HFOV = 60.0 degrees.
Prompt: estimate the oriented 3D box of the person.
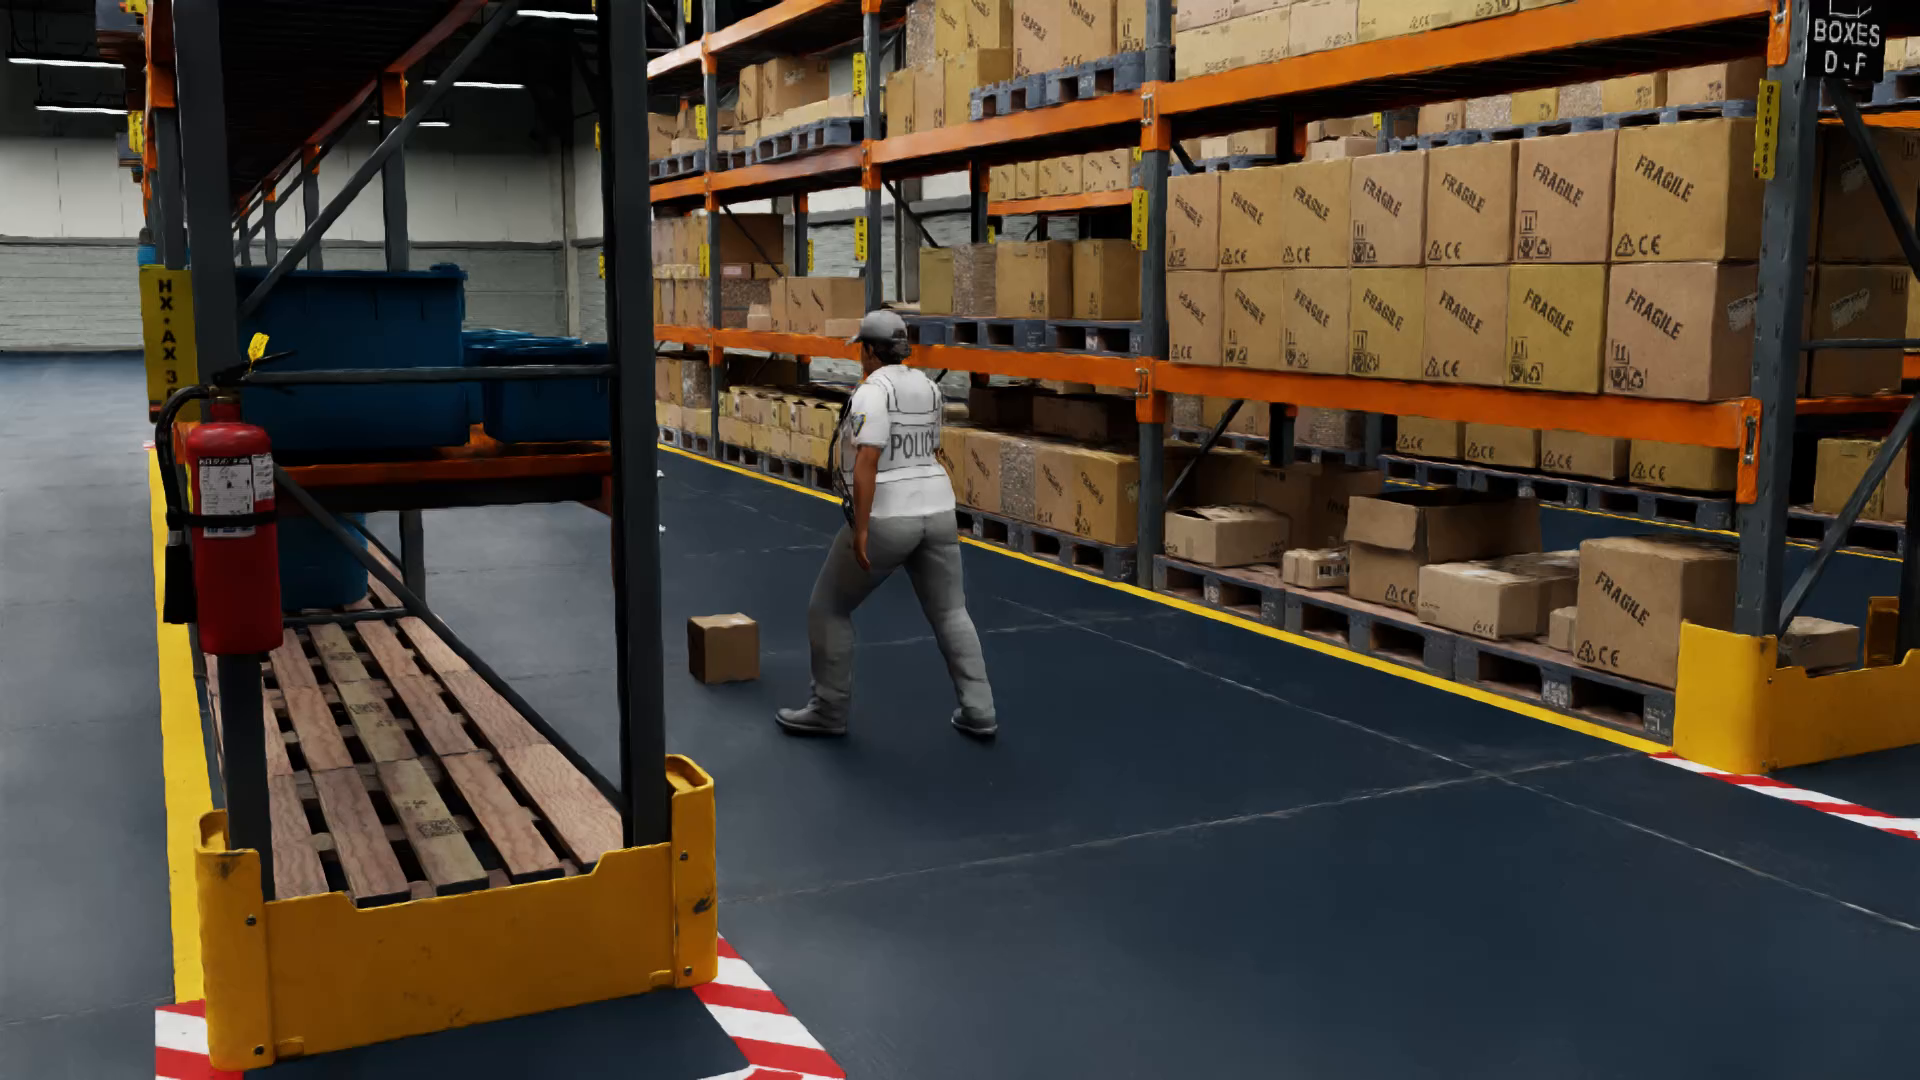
[{"bbox_3d":[-0.262,-0.063,6.333,0.751,1.615,0.612,8,12,42],"label":"person"}]
